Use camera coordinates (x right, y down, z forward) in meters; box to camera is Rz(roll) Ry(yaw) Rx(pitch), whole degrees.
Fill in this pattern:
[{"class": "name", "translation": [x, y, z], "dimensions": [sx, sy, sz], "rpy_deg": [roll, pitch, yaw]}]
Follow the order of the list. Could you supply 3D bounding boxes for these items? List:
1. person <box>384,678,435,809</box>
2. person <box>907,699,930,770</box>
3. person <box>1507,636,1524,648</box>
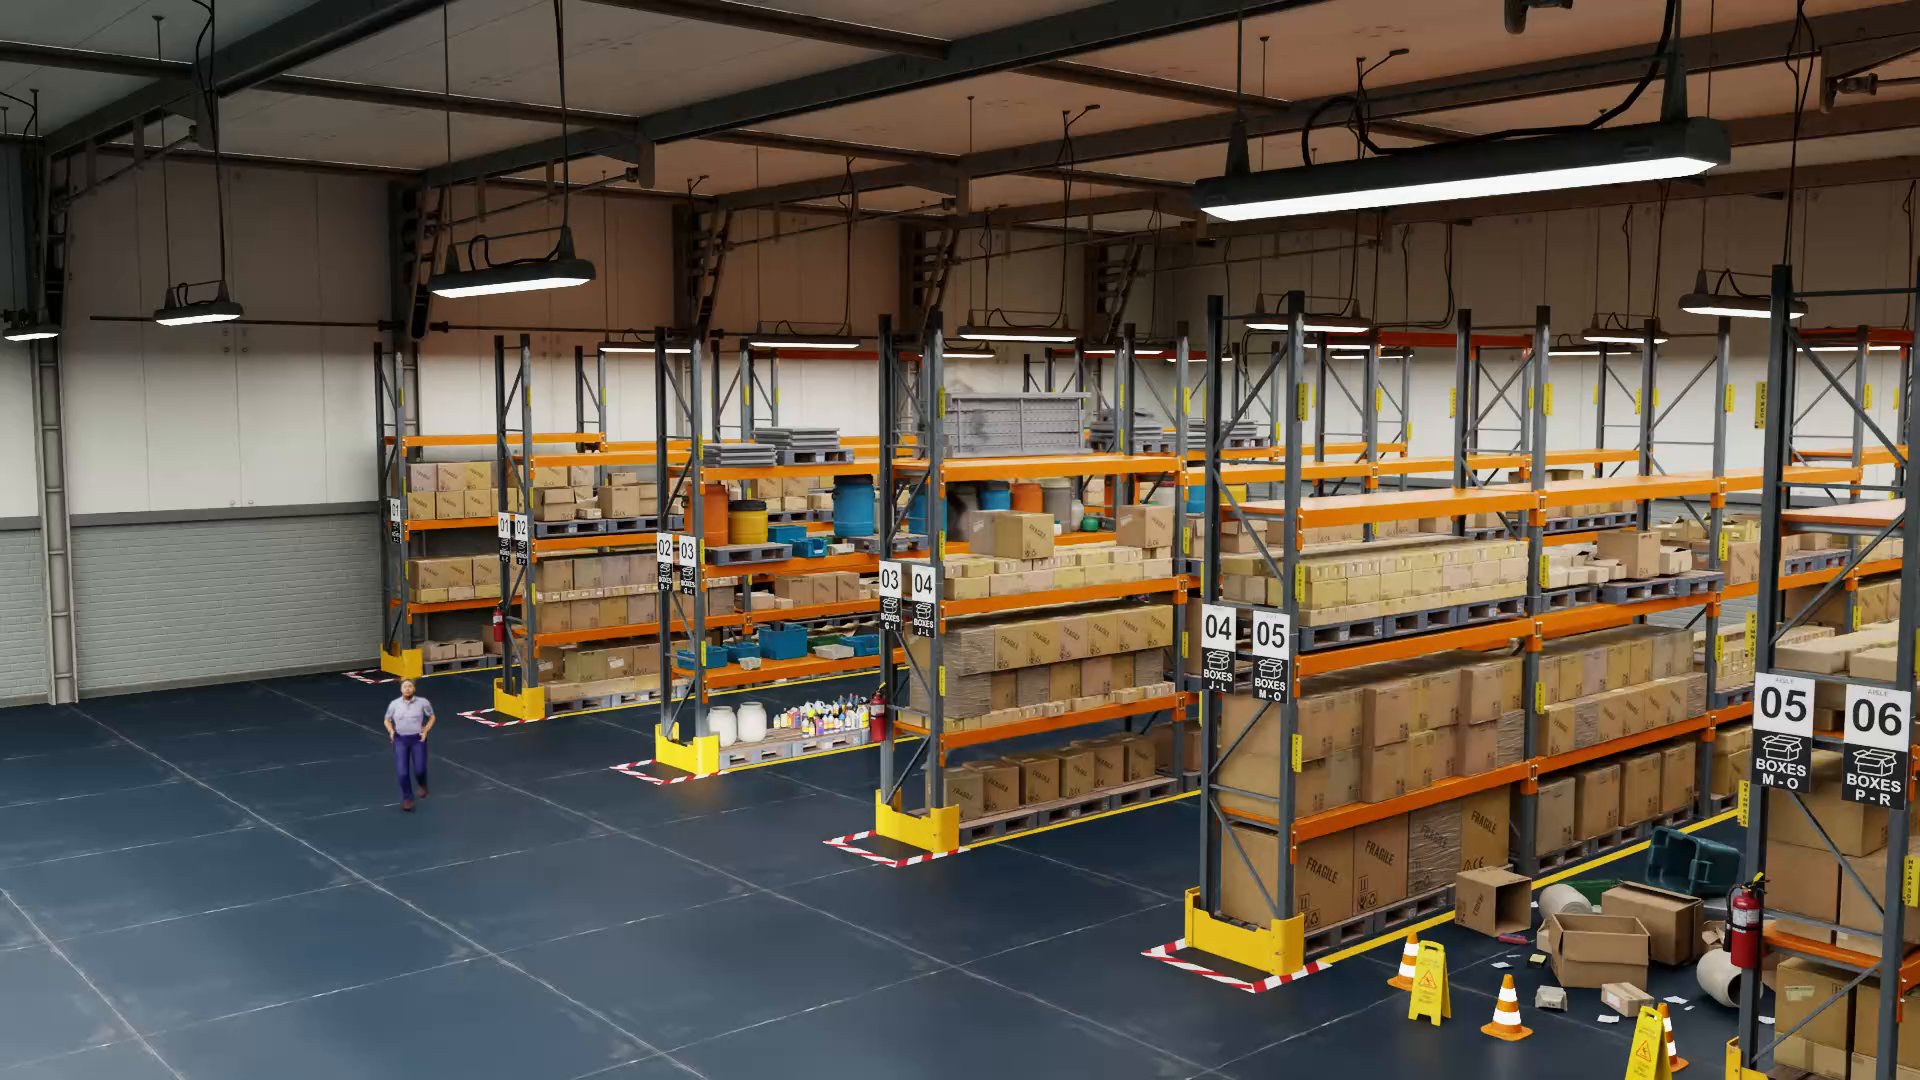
[{"class": "person", "translation": [-6.797, 2.507, 20.538], "dimensions": [0.604, 1.585, 0.575], "rpy_deg": [-1, 5, -14]}, {"class": "person", "translation": [-0.337, 2.108, 21.443], "dimensions": [0.603, 1.659, 0.515], "rpy_deg": [4, 7, 37]}, {"class": "person", "translation": [7.869, 2.178, 23.621], "dimensions": [0.598, 1.748, 0.777], "rpy_deg": [5, 7, 45]}]
